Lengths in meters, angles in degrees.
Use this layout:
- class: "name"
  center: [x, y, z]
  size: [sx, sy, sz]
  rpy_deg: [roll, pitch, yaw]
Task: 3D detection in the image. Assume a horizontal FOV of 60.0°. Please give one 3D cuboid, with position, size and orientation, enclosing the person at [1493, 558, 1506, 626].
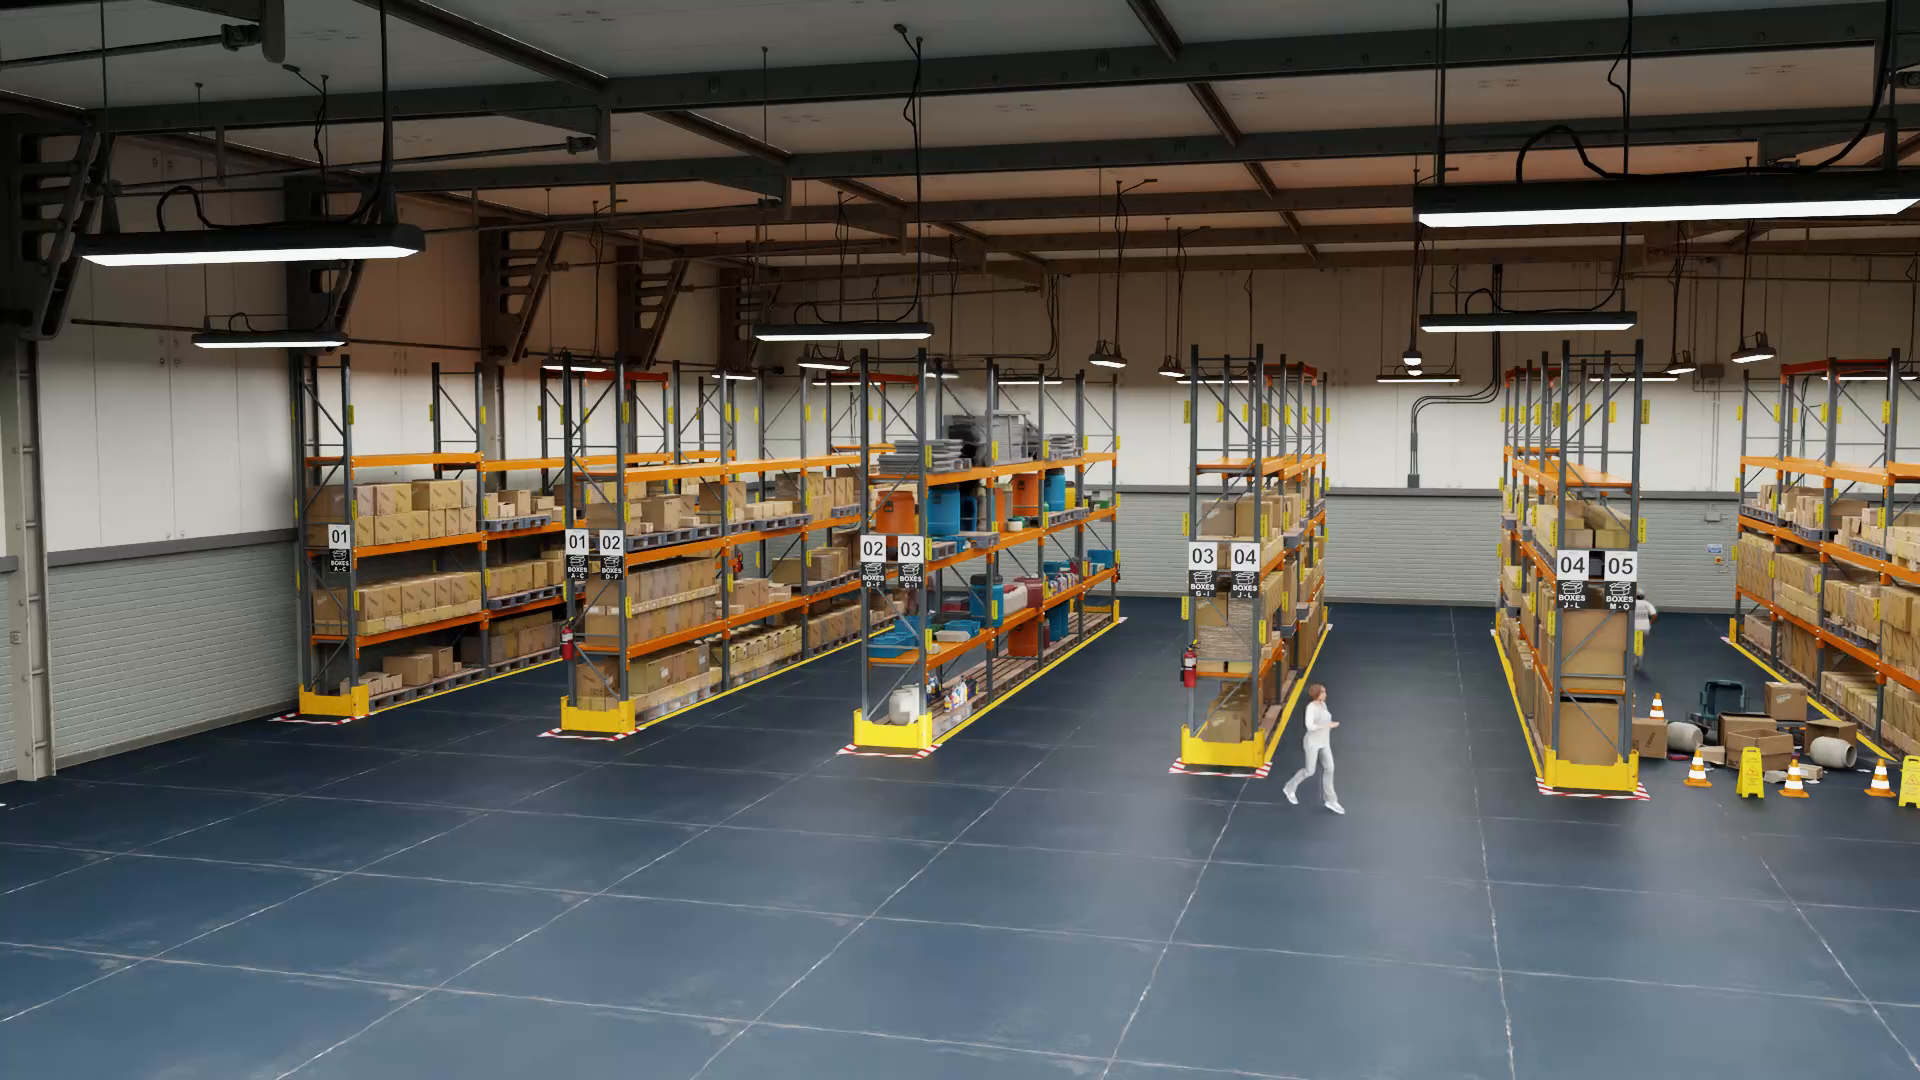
- class: "person"
  center: [12.944, 1.237, 39.133]
  size: [0.776, 1.804, 0.802]
  rpy_deg: [1, 4, 15]

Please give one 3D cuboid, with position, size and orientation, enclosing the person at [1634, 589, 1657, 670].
- class: "person"
  center: [13.261, 1.771, 32.458]
  size: [0.608, 1.644, 0.694]
  rpy_deg: [1, 4, 11]

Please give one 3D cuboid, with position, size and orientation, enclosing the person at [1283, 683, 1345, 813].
- class: "person"
  center: [4.483, 2.605, 21.023]
  size: [0.830, 1.609, 0.575]
  rpy_deg: [4, 6, 41]

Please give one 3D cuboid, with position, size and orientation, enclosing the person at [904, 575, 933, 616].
- class: "person"
  center: [-0.901, 1.401, 36.197]
  size: [0.676, 1.851, 0.860]
  rpy_deg: [1, 4, 8]
